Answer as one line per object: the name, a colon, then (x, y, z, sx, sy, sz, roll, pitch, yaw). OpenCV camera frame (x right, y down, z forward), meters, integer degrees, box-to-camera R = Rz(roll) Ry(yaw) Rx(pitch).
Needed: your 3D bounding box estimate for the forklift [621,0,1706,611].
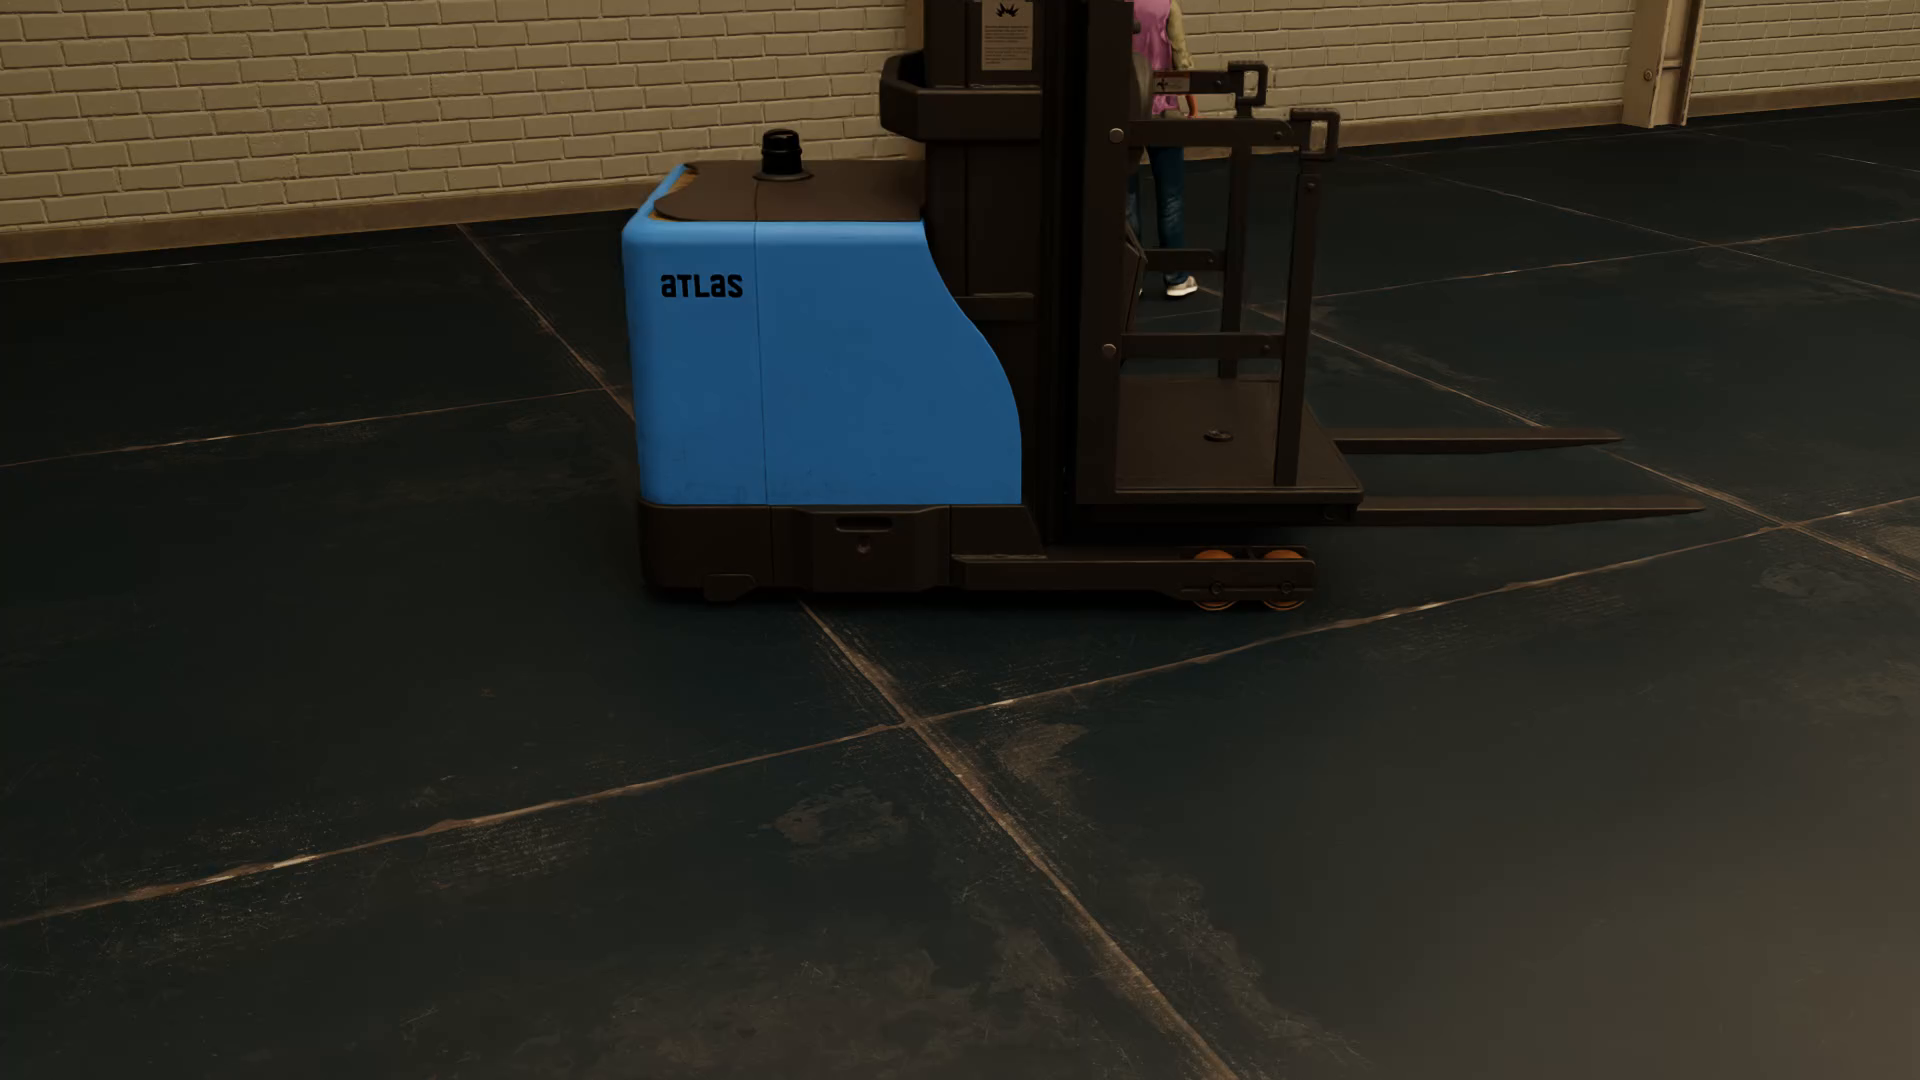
forklift: (0.614, -1.361, 4.561, 3.031, 2.935, 1.130, 0, 23, -1)

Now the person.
person: (0.847, -1.899, 7.589, 0.506, 1.604, 0.458, 7, 24, 16)
